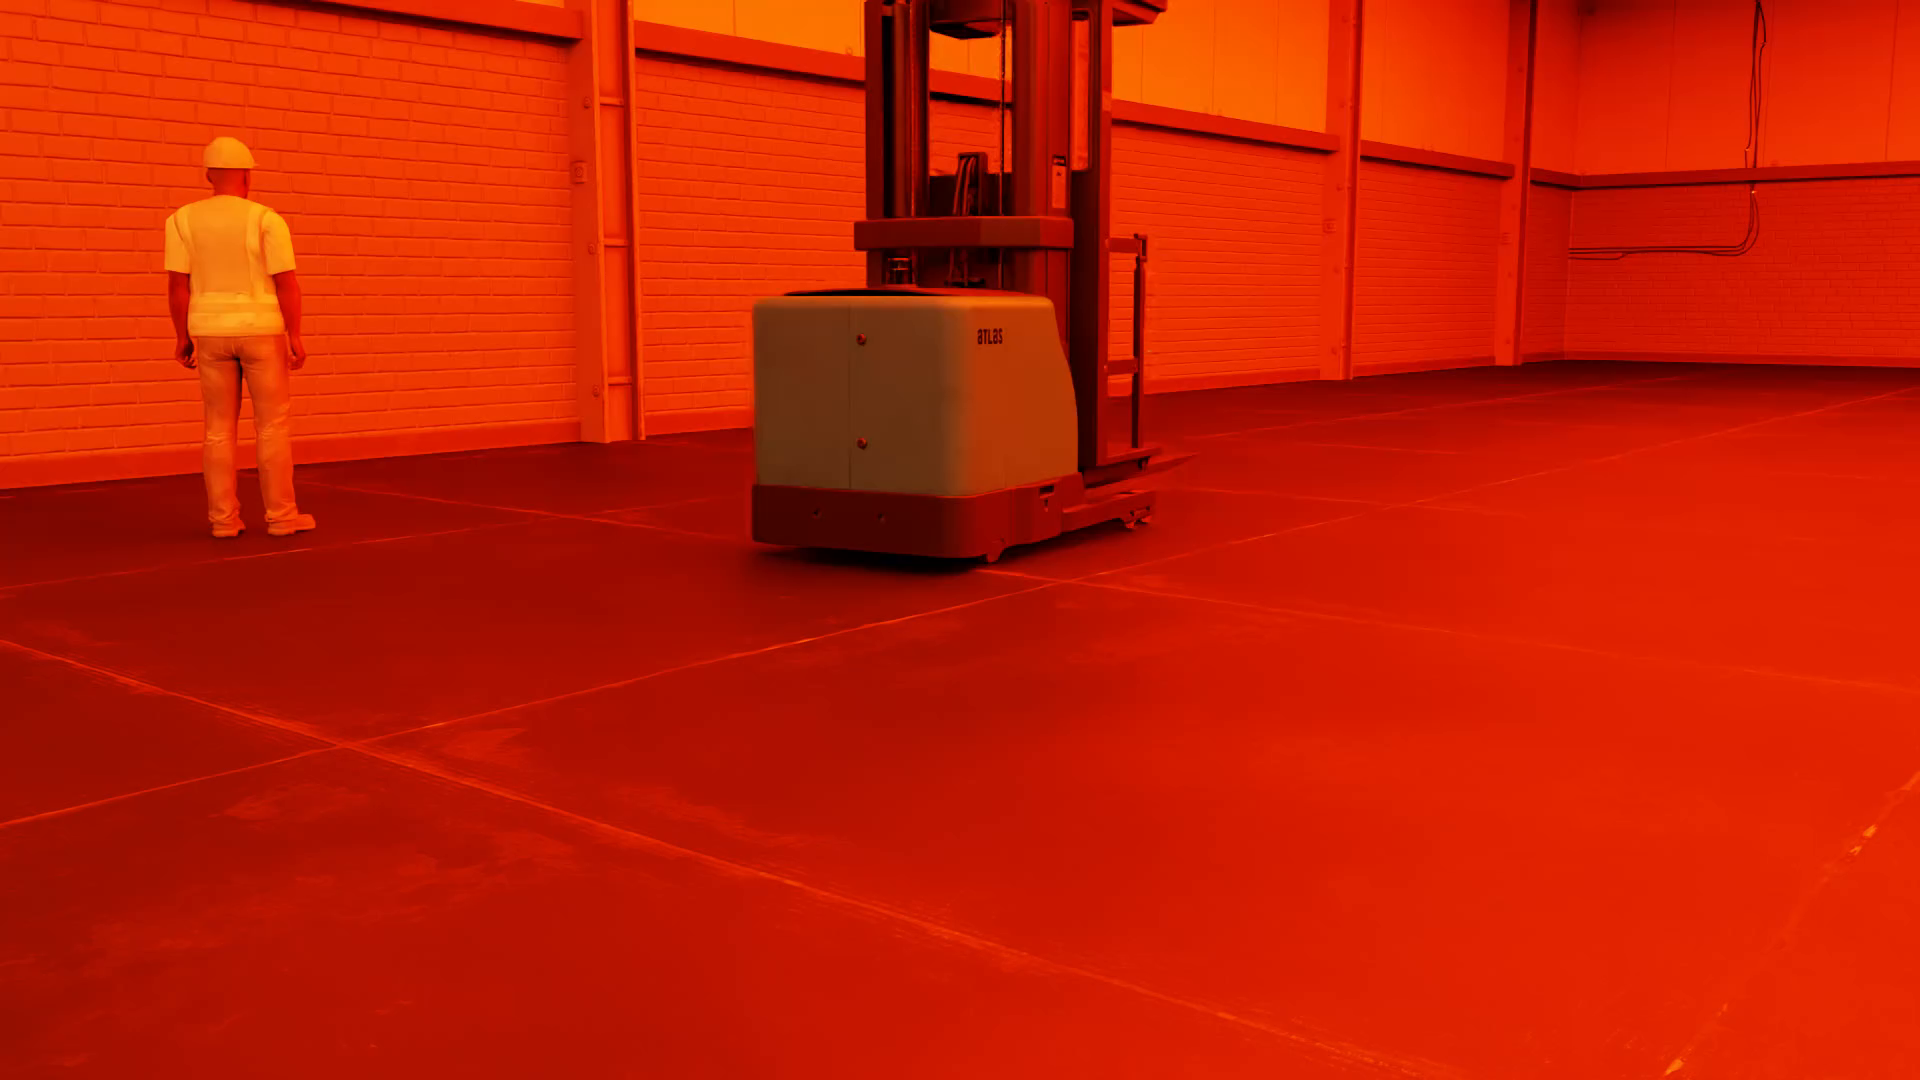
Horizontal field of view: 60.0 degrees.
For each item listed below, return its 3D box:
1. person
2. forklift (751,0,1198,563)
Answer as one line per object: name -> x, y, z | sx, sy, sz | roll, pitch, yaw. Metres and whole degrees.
person -> -3.235, -0.905, 7.486 | 0.564, 1.771, 0.370 | -1, 8, -6
forklift -> 0.281, -1.531, 7.745 | 1.130, 2.935, 3.031 | 4, 9, 28
